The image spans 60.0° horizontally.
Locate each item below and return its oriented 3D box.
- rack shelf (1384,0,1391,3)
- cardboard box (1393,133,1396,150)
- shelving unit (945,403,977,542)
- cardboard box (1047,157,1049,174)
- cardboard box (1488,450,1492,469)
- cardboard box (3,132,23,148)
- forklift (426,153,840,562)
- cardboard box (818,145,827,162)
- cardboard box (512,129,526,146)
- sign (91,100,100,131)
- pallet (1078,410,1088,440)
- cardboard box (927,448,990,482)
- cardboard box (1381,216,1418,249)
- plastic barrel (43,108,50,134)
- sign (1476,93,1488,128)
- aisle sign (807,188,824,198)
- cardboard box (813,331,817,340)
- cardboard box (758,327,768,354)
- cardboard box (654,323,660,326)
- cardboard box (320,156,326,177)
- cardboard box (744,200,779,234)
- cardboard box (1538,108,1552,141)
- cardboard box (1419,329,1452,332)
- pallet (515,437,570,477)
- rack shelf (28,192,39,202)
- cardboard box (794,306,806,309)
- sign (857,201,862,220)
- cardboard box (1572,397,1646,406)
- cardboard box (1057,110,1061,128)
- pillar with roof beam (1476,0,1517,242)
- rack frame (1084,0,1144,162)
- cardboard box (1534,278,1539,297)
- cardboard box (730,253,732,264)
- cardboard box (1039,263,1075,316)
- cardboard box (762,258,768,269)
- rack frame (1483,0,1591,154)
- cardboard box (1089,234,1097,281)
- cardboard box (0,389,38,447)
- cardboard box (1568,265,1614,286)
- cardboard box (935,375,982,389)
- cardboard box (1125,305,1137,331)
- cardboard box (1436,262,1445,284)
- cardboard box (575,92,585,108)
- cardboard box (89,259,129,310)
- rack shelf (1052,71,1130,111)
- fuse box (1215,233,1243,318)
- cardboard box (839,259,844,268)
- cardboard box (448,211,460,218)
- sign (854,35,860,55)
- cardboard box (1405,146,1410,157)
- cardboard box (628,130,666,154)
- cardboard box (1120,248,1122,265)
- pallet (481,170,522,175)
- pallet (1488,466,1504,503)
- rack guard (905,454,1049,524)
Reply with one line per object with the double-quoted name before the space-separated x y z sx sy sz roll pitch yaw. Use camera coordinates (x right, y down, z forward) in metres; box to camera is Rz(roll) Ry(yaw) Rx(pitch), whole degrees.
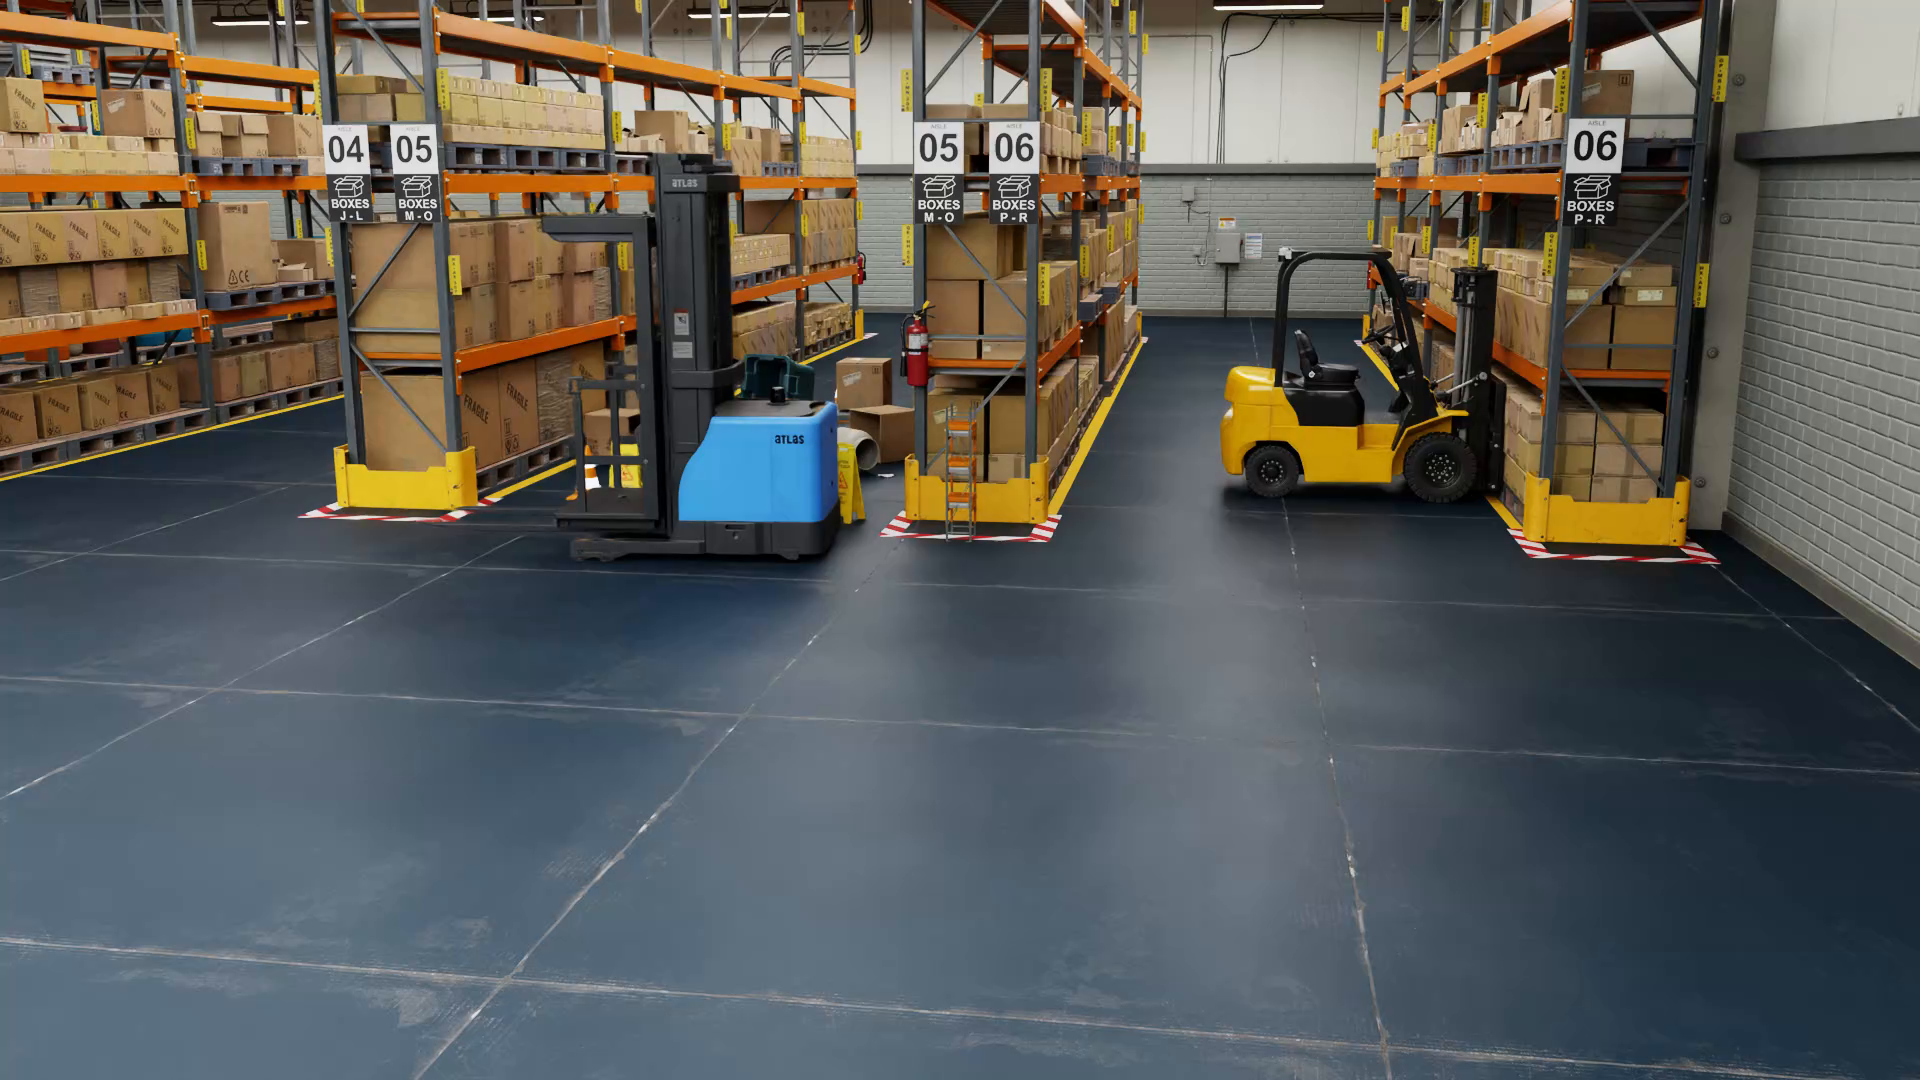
"rack shelf" 7.188 -8.597 25.343 1.077 0.370 4.000 2 12 9
"cardboard box" 6.789 -5.976 24.948 0.500 0.250 0.500 2 12 8
"shelving unit" 0.008 -0.524 12.934 0.215 1.050 0.252 2 12 9
"cardboard box" 0.578 -3.258 14.469 0.380 0.149 0.250 1 12 7
"cardboard box" 5.024 -0.762 14.939 0.500 0.250 0.500 2 12 10
"cardboard box" -9.186 -3.808 15.833 0.380 0.149 0.250 2 12 9
"forklift" -2.478 -1.384 12.458 3.031 2.935 1.130 1 12 3
"cardboard box" -2.448 -6.212 26.747 0.500 0.250 0.500 2 12 10
"cardboard box" -4.214 -3.698 15.273 0.380 0.149 0.250 2 12 8
"sign" -9.597 -4.720 18.491 0.100 0.325 0.005 2 12 9
"pallet" 0.863 -1.269 18.379 1.003 0.211 1.213 2 12 9
"cardboard box" -0.009 -0.680 14.559 0.500 0.250 0.500 2 12 8
"cardboard box" 6.929 -4.848 26.240 0.500 0.500 0.500 2 12 10
"plastic barrel" -13.236 -5.783 23.573 0.600 0.830 0.708 2 12 9
"sign" 5.112 -4.198 16.259 0.100 0.325 0.005 2 12 9
"aisle sign" -2.602 -6.403 29.412 0.394 0.787 0.004 2 12 9
"cardboard box" -2.541 -3.315 27.024 0.380 0.149 0.250 2 12 7
"cardboard box" -3.038 -2.776 23.690 0.500 0.500 0.500 2 12 7
"cardboard box" -3.730 -2.423 21.461 1.050 0.750 0.750 2 12 8
"cardboard box" -8.326 -4.806 21.409 0.500 0.250 0.500 2 12 8
"cardboard box" -3.127 -5.064 26.054 0.500 0.500 0.500 1 12 7
"cardboard box" 4.901 -3.367 13.461 0.396 0.266 0.258 2 12 9
"cardboard box" 6.186 -2.665 21.636 0.380 0.149 0.250 1 12 7
"pallet" -4.542 -0.835 16.368 1.003 0.211 1.213 2 12 9
"rack shelf" -13.634 -4.482 21.259 1.077 0.370 4.000 2 12 9
"cardboard box" -2.830 -3.890 28.282 0.380 0.149 0.250 2 12 11
"sign" -1.771 -5.805 29.312 0.100 0.325 0.005 2 12 9
"cardboard box" 5.369 -1.025 13.785 0.500 0.250 0.500 2 12 9
"cardboard box" 0.685 -3.697 14.611 0.380 0.149 0.250 2 12 10
"pillar with roof beam" 3.624 -7.163 24.870 9.100 9.000 0.400 2 12 9
"rack frame" 2.590 -7.900 28.292 1.000 3.000 0.127 2 12 9
"cardboard box" 4.971 -2.082 13.755 0.380 0.149 0.250 2 12 8
"cardboard box" -3.274 -3.764 22.230 0.380 0.149 0.250 2 12 11
"cardboard box" 0.849 -2.456 16.326 0.500 0.500 0.500 2 12 11
"cardboard box" -2.995 -3.996 24.017 0.380 0.149 0.250 2 12 11
"rack frame" 5.650 -5.242 15.958 1.000 3.000 0.127 2 12 9
"cardboard box" 1.266 -3.164 18.616 0.500 0.500 0.500 2 12 8
"cardboard box" -9.492 -1.196 16.361 0.500 0.500 0.500 5 13 23
"cardboard box" 4.881 -2.070 12.994 0.380 0.149 0.250 2 12 9
"cardboard box" -0.015 -1.436 14.745 0.380 0.149 0.250 2 12 10
"cardboard box" 2.587 -3.780 28.497 0.875 0.438 0.875 1 12 7
"cardboard box" 5.877 -3.125 19.541 0.500 0.250 0.500 2 12 10
"cardboard box" -3.982 -4.405 16.663 0.380 0.149 0.250 2 12 9
"cardboard box" -9.267 -2.683 17.380 0.875 0.500 0.500 2 12 9
"rack shelf" 1.667 -6.104 22.614 1.077 0.370 4.000 2 12 9
"fuse box" 5.487 -5.414 34.053 0.539 1.711 0.414 2 12 9
"cardboard box" -2.203 -4.750 28.510 0.380 0.149 0.250 2 12 10
"cardboard box" -8.024 -4.720 25.154 0.797 0.503 0.637 2 12 9
"sign" -1.771 -8.551 28.720 0.100 0.325 0.005 2 12 9
"cardboard box" 6.238 -5.258 22.513 0.380 0.149 0.250 2 12 10
"cardboard box" -3.665 -4.646 19.398 0.396 0.266 0.258 2 12 9
"cardboard box" 2.078 -4.102 24.077 0.500 0.250 0.500 2 12 10
"pallet" -7.681 -6.049 27.032 1.003 0.211 1.213 2 12 9
"pallet" 5.301 -0.528 14.940 1.003 0.211 1.213 2 12 9
"rack guard" 0.141 -0.431 13.806 1.175 0.500 0.348 2 12 9
